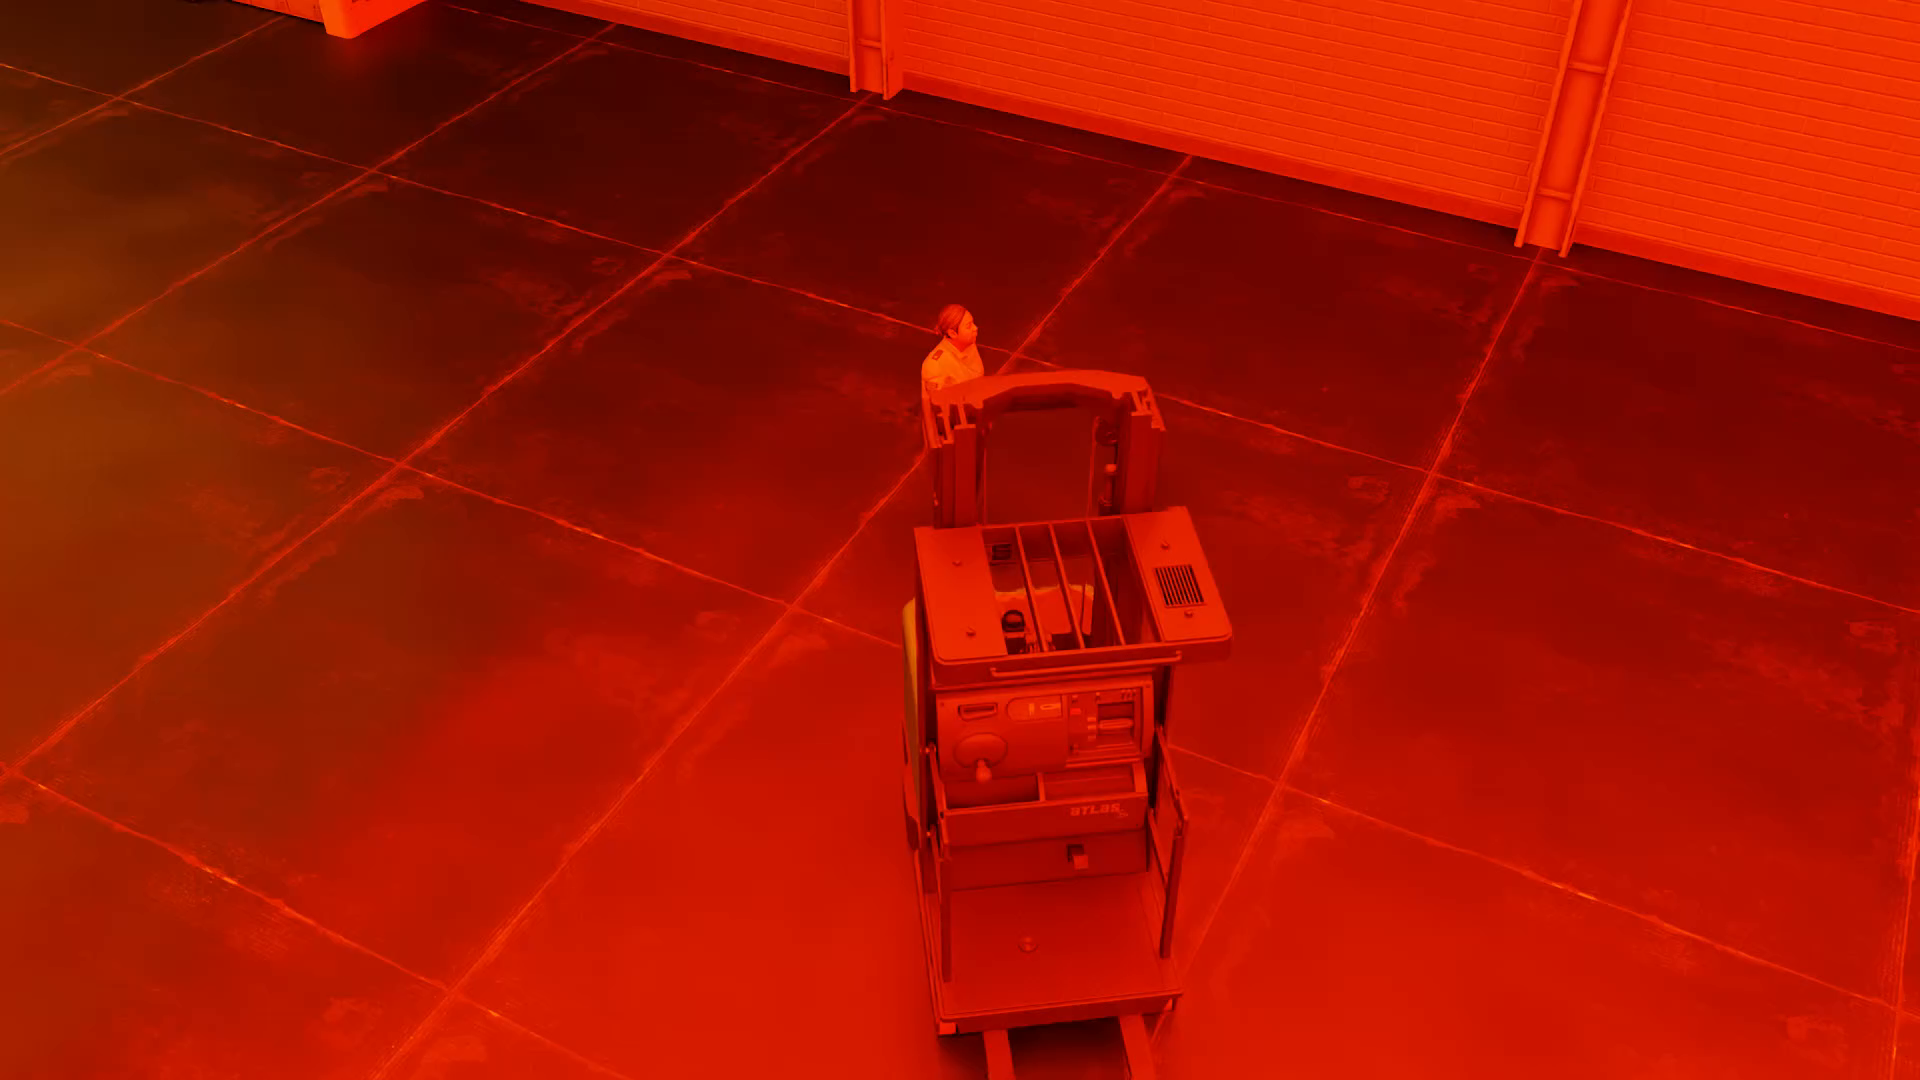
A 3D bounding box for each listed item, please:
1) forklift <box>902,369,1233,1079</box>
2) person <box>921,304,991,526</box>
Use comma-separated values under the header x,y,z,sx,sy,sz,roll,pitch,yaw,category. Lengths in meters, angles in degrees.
x,y,z,sx,sy,sz,roll,pitch,yaw,category
0.395,0.889,6.931,1.130,2.935,3.031,-5,40,-6,forklift
0.069,-0.595,9.679,0.502,1.651,0.598,18,43,21,person
